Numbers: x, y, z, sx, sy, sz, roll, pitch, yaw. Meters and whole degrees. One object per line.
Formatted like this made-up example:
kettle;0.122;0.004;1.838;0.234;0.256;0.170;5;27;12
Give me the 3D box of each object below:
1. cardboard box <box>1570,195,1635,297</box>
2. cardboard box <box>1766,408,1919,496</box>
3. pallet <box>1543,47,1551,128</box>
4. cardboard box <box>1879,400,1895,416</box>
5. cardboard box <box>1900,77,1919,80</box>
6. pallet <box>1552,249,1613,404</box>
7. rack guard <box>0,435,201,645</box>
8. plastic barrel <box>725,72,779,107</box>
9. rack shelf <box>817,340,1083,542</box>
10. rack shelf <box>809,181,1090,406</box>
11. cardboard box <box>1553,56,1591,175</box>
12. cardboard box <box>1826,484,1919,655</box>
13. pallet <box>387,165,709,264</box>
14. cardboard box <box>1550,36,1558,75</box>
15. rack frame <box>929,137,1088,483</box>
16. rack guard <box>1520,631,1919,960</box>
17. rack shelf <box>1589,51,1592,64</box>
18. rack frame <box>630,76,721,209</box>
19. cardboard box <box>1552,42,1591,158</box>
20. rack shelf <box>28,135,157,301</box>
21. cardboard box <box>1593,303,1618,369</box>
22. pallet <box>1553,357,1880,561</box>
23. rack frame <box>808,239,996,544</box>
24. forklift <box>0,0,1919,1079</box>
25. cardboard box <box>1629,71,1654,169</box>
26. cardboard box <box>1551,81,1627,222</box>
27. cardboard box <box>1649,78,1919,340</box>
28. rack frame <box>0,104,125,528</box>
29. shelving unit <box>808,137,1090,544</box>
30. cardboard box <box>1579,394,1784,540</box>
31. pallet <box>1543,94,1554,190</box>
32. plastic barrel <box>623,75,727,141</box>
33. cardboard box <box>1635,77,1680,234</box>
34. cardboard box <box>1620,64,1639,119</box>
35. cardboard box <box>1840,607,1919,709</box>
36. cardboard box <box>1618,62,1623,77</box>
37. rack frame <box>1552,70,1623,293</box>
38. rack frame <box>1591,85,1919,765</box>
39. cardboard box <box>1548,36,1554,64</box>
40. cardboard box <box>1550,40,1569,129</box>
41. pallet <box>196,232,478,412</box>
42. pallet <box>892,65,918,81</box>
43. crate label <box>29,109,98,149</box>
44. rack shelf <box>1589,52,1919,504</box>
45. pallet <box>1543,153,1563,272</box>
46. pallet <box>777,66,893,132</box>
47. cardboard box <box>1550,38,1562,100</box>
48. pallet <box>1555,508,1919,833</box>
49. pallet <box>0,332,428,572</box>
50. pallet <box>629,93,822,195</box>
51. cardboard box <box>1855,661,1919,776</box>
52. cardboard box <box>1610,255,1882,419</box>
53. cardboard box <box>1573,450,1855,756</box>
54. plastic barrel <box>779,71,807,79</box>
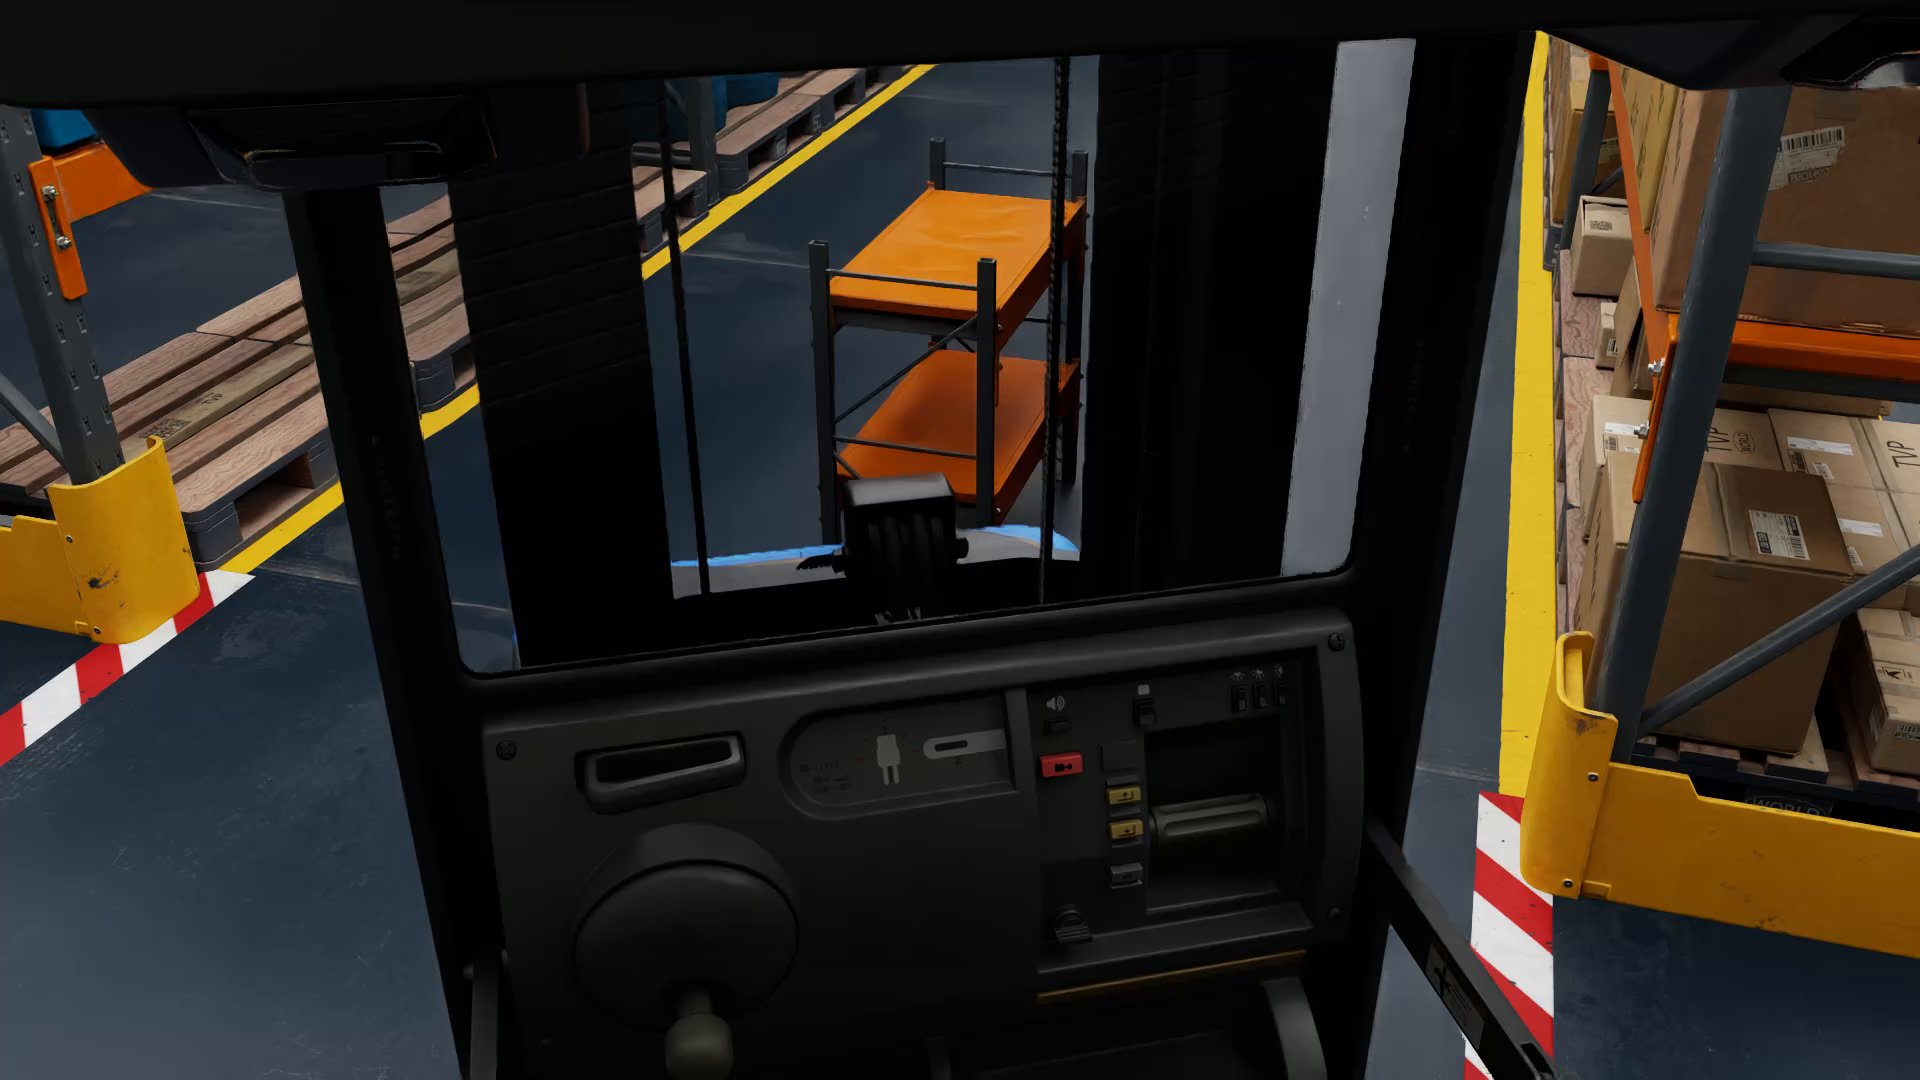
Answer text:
cardboard box;2.716;-1.185;6.608;0.500;0.311;0.500;8;30;15
cardboard box;2.596;-0.141;4.793;0.500;0.250;0.500;8;30;15
pallet;3.965;-2.631;9.762;1.003;0.211;1.213;8;30;15
cardboard box;2.930;-0.695;5.728;0.500;0.311;0.500;8;30;15
cardboard box;1.740;-1.200;3.190;0.500;0.500;0.500;8;30;14
pallet;2.844;-0.794;6.461;1.003;0.211;1.213;8;30;15
rack guard;-2.857;-0.076;4.873;1.175;0.500;0.348;8;30;15
plastic barrel;-1.304;-2.886;9.079;0.600;0.901;0.708;8;30;15
rack shelf;-0.002;-0.275;5.090;0.538;0.278;1.000;8;30;15
rack shelf;-0.002;-0.744;4.829;0.538;0.278;1.000;8;30;15
cardboard box;3.070;-1.930;7.753;0.500;0.500;0.500;9;30;15
cardboard box;2.449;0.092;4.375;0.500;0.250;0.500;8;30;15
pallet;-1.867;-1.475;7.683;1.003;0.211;1.213;8;30;15
cardboard box;3.665;-2.876;9.453;0.500;0.500;0.500;7;30;13
rack frame;0.147;-0.725;5.396;0.500;1.125;0.032;8;30;15
rack guard;1.894;0.584;3.686;1.175;0.500;0.348;8;30;15
rack shelf;3.633;-2.947;8.202;1.077;0.370;4.000;8;30;15
rack frame;-1.688;-3.040;7.630;1.000;3.000;0.127;8;30;15
cardboard box;3.218;-2.163;8.172;0.500;0.500;0.500;9;30;15
rack shelf;-2.275;-1.797;6.134;1.077;0.370;4.000;8;30;15
cardboard box;2.472;-0.718;5.918;0.380;0.166;0.250;8;30;15
pallet;2.487;-0.225;5.438;1.003;0.211;1.213;8;30;15
rack frame;-0.151;-0.252;4.546;0.500;1.125;0.032;8;30;15
forklift;0.036;0.364;1.581;1.130;2.935;3.031;-6;30;-11
cardboard box;2.044;-1.236;4.284;0.500;0.500;0.500;9;30;15
cardboard box;2.917;-1.702;7.343;0.500;0.500;0.500;8;30;15
cardboard box;1.743;-0.764;3.434;0.500;0.500;0.500;9;30;16
rack frame;-2.862;-1.181;4.288;1.000;3.000;0.127;8;30;15
shelving unit;-0.002;-0.488;4.971;0.538;1.125;1.048;8;30;15
cardboard box;2.104;-0.189;4.879;0.500;0.250;0.500;8;30;15
pallet;3.605;-2.065;8.746;1.003;0.211;1.213;8;30;15
plastic barrel;-1.512;-2.557;8.488;0.600;0.901;0.708;8;30;15
cardboard box;1.892;-1.005;3.869;0.500;0.500;0.500;9;30;15
cardboard box;2.192;-1.470;4.705;0.500;0.500;0.500;8;30;14
cardboard box;2.397;0.311;4.067;0.380;0.166;0.250;8;30;15
cardboard box;2.340;-1.707;5.130;0.500;0.500;0.500;8;30;15
rack frame;3.046;-2.332;6.356;1.000;3.000;0.127;8;30;15
rack frame;1.872;-0.473;3.015;1.000;3.000;0.127;8;30;15
cardboard box;3.813;-3.120;9.891;0.500;0.500;0.500;10;31;17
cardboard box;3.365;-2.400;8.598;0.500;0.500;0.500;7;30;13
pallet;-2.223;-0.906;6.661;1.003;0.211;1.213;8;30;15
pallet;-0.706;-3.308;10.980;1.003;0.211;1.213;8;30;15
crate label;-2.475;-1.202;4.436;0.416;0.233;0.303;8;30;15
rack shelf;2.459;-1.088;4.860;1.077;0.370;4.000;8;30;15
pallet;3.249;-1.497;7.723;1.003;0.211;1.213;8;30;15
pallet;-1.065;-2.743;9.964;1.003;0.211;1.213;8;30;15
cardboard box;3.513;-2.643;9.035;0.500;0.500;0.500;8;30;14
pallet;2.127;0.340;4.422;1.003;0.211;1.213;8;30;15
pallet;-2.583;-0.341;5.645;1.003;0.211;1.213;8;30;15
pallet;-1.422;-2.174;8.942;1.003;0.211;1.213;8;30;15
cardboard box;2.323;0.435;3.862;0.380;0.149;0.250;8;30;15
cardboard box;2.499;-0.559;5.285;0.797;0.503;0.637;8;30;15
cardboard box;1.796;0.139;4.033;0.500;0.500;0.500;8;30;15
plastic barrel;-1.053;-2.966;9.623;0.421;0.512;0.421;0;29;0
